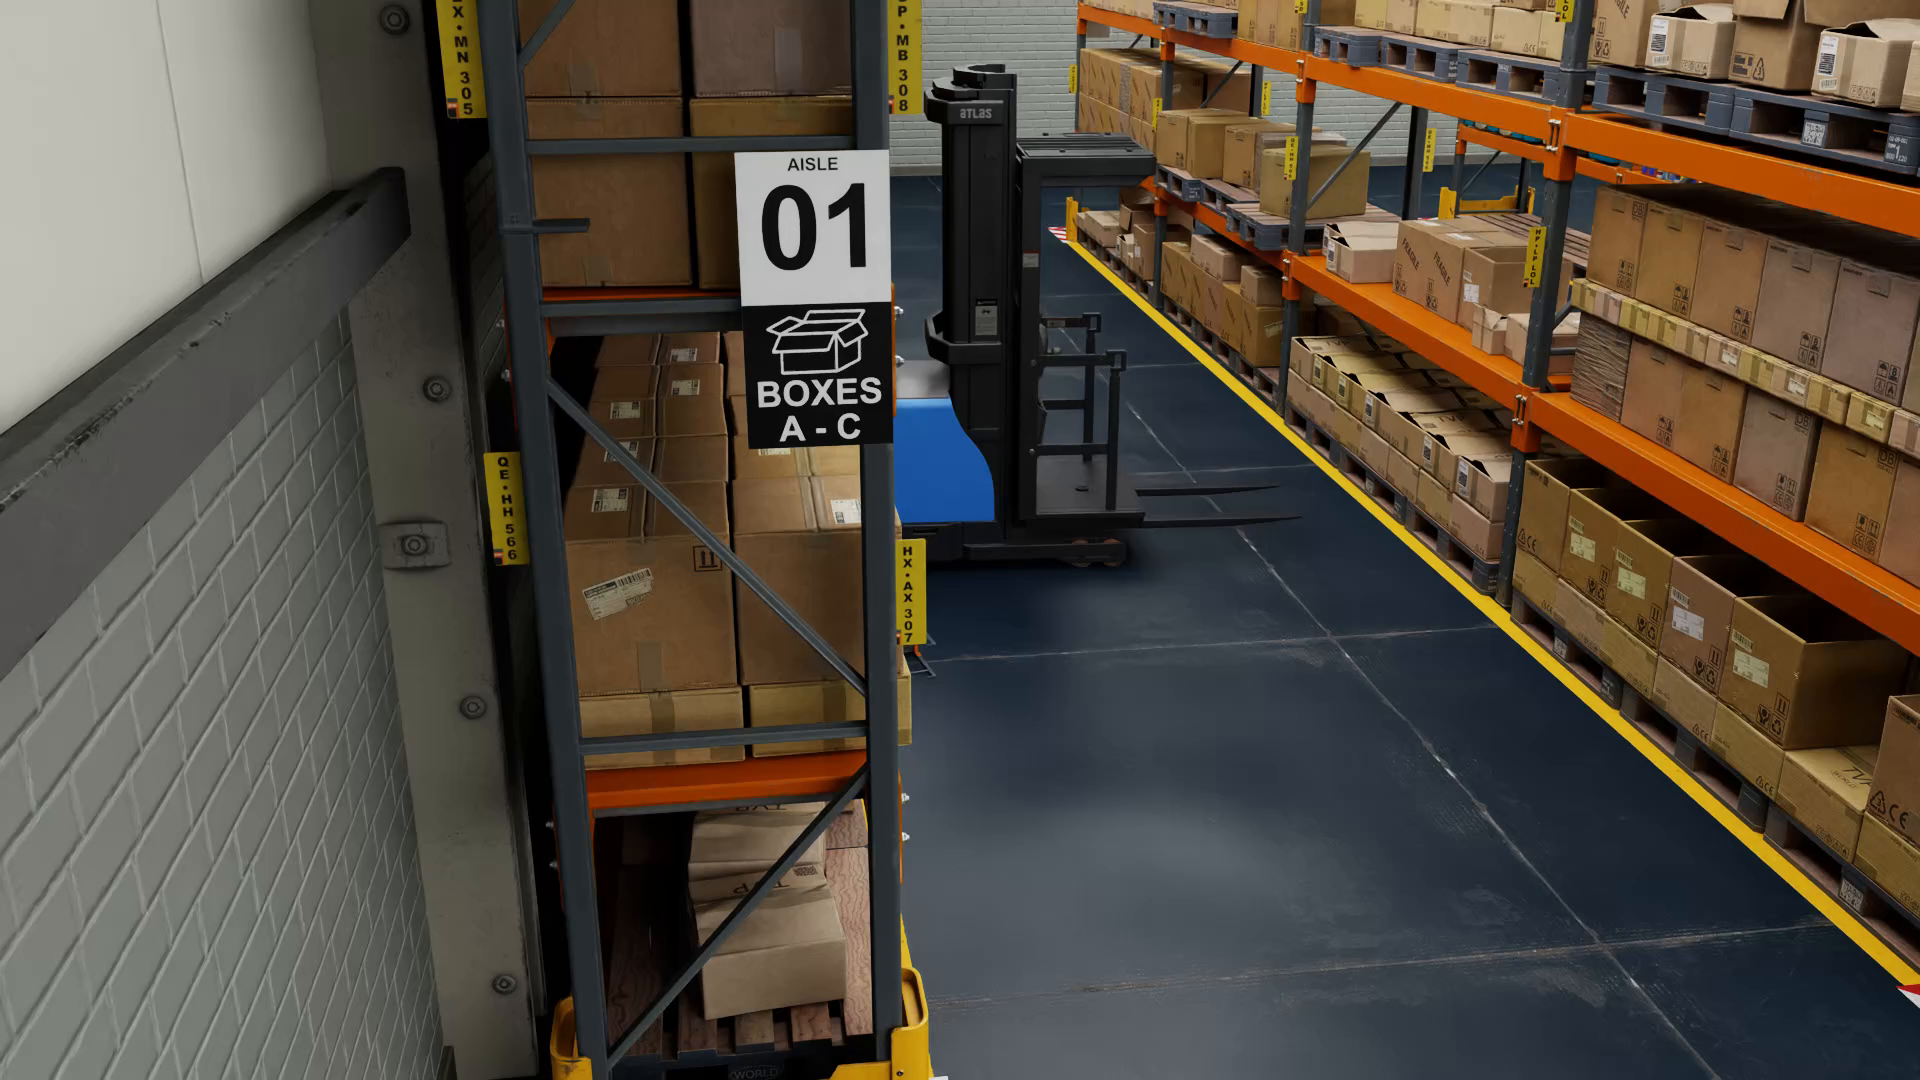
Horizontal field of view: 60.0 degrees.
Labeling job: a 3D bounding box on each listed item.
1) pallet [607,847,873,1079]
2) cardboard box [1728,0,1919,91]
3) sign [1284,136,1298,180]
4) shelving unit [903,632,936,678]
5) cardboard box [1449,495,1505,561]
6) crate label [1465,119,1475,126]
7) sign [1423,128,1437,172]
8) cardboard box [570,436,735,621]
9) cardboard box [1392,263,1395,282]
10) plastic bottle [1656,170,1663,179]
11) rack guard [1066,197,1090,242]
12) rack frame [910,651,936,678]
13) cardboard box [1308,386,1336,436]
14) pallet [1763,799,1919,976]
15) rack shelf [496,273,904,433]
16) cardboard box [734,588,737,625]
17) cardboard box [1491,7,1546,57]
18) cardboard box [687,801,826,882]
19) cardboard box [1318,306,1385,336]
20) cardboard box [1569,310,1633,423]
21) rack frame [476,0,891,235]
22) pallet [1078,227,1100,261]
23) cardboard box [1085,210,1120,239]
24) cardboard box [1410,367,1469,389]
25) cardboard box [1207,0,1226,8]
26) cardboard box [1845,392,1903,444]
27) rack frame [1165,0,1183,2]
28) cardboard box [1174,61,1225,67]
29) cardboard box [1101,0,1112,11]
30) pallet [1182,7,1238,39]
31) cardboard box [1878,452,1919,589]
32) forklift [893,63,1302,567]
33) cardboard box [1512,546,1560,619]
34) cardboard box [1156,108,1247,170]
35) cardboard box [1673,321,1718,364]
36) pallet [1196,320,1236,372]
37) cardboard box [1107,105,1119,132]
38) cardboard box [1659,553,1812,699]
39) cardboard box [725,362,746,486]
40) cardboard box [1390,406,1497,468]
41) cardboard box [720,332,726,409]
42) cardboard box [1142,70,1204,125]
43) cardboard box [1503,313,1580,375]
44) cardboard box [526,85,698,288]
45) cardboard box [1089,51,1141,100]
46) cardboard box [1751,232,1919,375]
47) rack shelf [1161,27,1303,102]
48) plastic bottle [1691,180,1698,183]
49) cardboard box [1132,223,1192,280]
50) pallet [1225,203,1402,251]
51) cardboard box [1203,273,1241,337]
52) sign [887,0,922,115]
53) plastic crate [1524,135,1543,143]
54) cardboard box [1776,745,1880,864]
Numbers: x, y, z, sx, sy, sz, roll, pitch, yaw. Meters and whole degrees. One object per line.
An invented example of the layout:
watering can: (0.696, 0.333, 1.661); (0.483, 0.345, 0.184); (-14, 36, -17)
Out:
pallet: (-0.778, 1.581, 6.180); (1.003, 0.211, 1.213); (-3, 21, -8)
cardboard box: (3.753, -2.191, 7.060); (0.797, 0.503, 0.637); (-1, 20, -2)
sign: (2.528, -2.911, 12.682); (0.100, 0.325, 0.005); (-3, 21, -8)
shelving unit: (-0.434, 0.450, 9.232); (0.258, 0.189, 1.200); (-7, 21, -18)
cardboard box: (3.294, -0.089, 9.997); (0.500, 0.250, 0.500); (-3, 21, -8)
crate label: (6.522, -5.302, 20.780); (0.416, 0.233, 0.303); (-3, 21, -8)
sign: (3.612, -3.008, 12.828); (0.100, 0.325, 0.005); (-3, 21, -8)
cardboard box: (-1.026, -0.033, 5.632); (0.500, 0.500, 0.500); (-3, 21, -7)
cardboard box: (3.303, -1.880, 11.822); (0.380, 0.149, 0.250); (-1, 21, -4)
plastic bottle: (7.074, -3.743, 16.735); (0.097, 0.201, 0.097); (0, 20, 0)
rack guard: (1.921, -4.009, 20.736); (1.175, 0.500, 0.348); (-3, 21, -8)
rack frame: (-0.434, 0.536, 9.263); (0.240, 0.006, 1.200); (-7, 21, -18)
cardboard box: (2.922, -0.975, 12.369); (0.500, 0.250, 0.500); (-3, 21, -9)
pallet: (4.065, 1.377, 6.728); (1.003, 0.211, 1.213); (-3, 21, -8)
rack shelf: (-0.973, -1.176, 6.319); (1.077, 0.370, 4.000); (-3, 21, -8)
cardboard box: (-1.028, 0.314, 5.774); (0.500, 0.250, 0.500); (-2, 21, -6)
cardboard box: (3.479, -2.987, 9.754); (0.500, 0.250, 0.500); (-5, 21, -13)
cardboard box: (-0.777, 1.196, 6.440); (0.500, 0.311, 0.500); (-1, 21, -3)
cardboard box: (3.281, -1.644, 13.774); (0.500, 0.500, 0.500); (-2, 21, -5)
cardboard box: (3.711, -0.945, 8.817); (0.700, 0.500, 0.500); (-3, 21, -9)
rack frame: (-0.685, -2.226, 3.814); (1.000, 3.000, 0.127); (-3, 21, -8)
pallet: (2.037, -3.598, 20.047); (1.003, 0.211, 1.213); (-3, 21, -8)
cardboard box: (1.780, -3.749, 19.767); (0.500, 0.250, 0.500); (-3, 21, -8)
cardboard box: (3.534, -1.084, 11.861); (0.500, 0.311, 0.500); (-3, 21, -8)
cardboard box: (2.606, -5.109, 14.934); (0.600, 0.600, 0.600); (-3, 21, -8)
cardboard box: (3.825, -0.497, 6.690); (0.380, 0.149, 0.250); (-2, 21, -6)
rack frame: (2.487, -6.632, 15.611); (1.000, 3.000, 0.127); (-3, 21, -8)
cardboard box: (2.549, -4.871, 17.898); (0.500, 0.500, 0.500); (-4, 21, -9)
cardboard box: (1.866, -6.004, 18.431); (0.500, 0.250, 0.500); (-3, 21, -8)
pallet: (2.664, -4.550, 14.594); (1.213, 0.211, 1.003); (-3, 21, -8)
cardboard box: (4.082, -0.057, 6.440); (0.700, 0.500, 0.500); (-2, 21, -6)
forklift: (0.623, -1.389, 10.245); (3.031, 2.935, 1.130); (-1, 21, -4)
cardboard box: (3.407, 0.216, 9.181); (0.500, 0.250, 0.500); (-3, 21, -8)
cardboard box: (2.334, -3.890, 16.100); (0.700, 0.500, 0.500); (-10, 23, -26)
cardboard box: (3.636, -0.946, 7.891); (0.380, 0.149, 0.250); (-4, 21, -10)
pallet: (2.821, -1.812, 15.266); (1.003, 0.211, 1.213); (-3, 21, -8)
cardboard box: (1.933, -4.561, 18.497); (0.500, 0.500, 0.500); (-3, 21, -7)
cardboard box: (3.616, 0.384, 7.659); (0.500, 0.500, 0.500); (-3, 21, -8)
cardboard box: (-0.672, -0.415, 6.655); (0.500, 0.500, 0.500); (-2, 21, -6)
cardboard box: (3.147, -0.701, 10.835); (0.500, 0.311, 0.500); (-3, 21, -8)
cardboard box: (-1.400, -0.918, 8.000); (0.500, 0.500, 0.500); (-3, 21, -9)
cardboard box: (2.158, -4.499, 16.902); (0.500, 0.500, 0.500); (-3, 21, -7)
cardboard box: (3.526, -1.150, 9.721); (0.500, 0.250, 0.500); (-2, 21, -4)
cardboard box: (-0.995, -1.009, 4.671); (0.500, 0.500, 0.500); (-1, 21, -4)
cardboard box: (1.796, -5.374, 19.246); (0.500, 0.500, 0.500); (-3, 21, -7)
cardboard box: (3.928, -1.032, 7.194); (0.700, 0.500, 0.500); (-3, 21, -8)
rack shelf: (2.775, -4.197, 14.408); (1.077, 0.370, 4.000); (-3, 21, -8)
plastic bottle: (7.148, -3.559, 16.126); (0.061, 0.283, 0.133); (-3, 21, -8)
cardboard box: (2.124, -3.040, 17.511); (0.500, 0.500, 0.500); (-3, 21, -8)
pallet: (2.897, -2.578, 13.605); (1.213, 0.211, 1.003); (-3, 21, -8)
cardboard box: (2.541, -2.144, 15.114); (0.500, 0.500, 0.500); (-4, 21, -10)
sign: (-0.148, -1.258, 4.260); (0.100, 0.325, 0.005); (-3, 21, -8)
plastic crate: (6.756, -4.743, 19.281); (0.416, 0.233, 0.300); (-3, 21, -8)
cardboard box: (3.763, 1.081, 6.863); (0.500, 0.250, 0.500); (-3, 21, -8)
